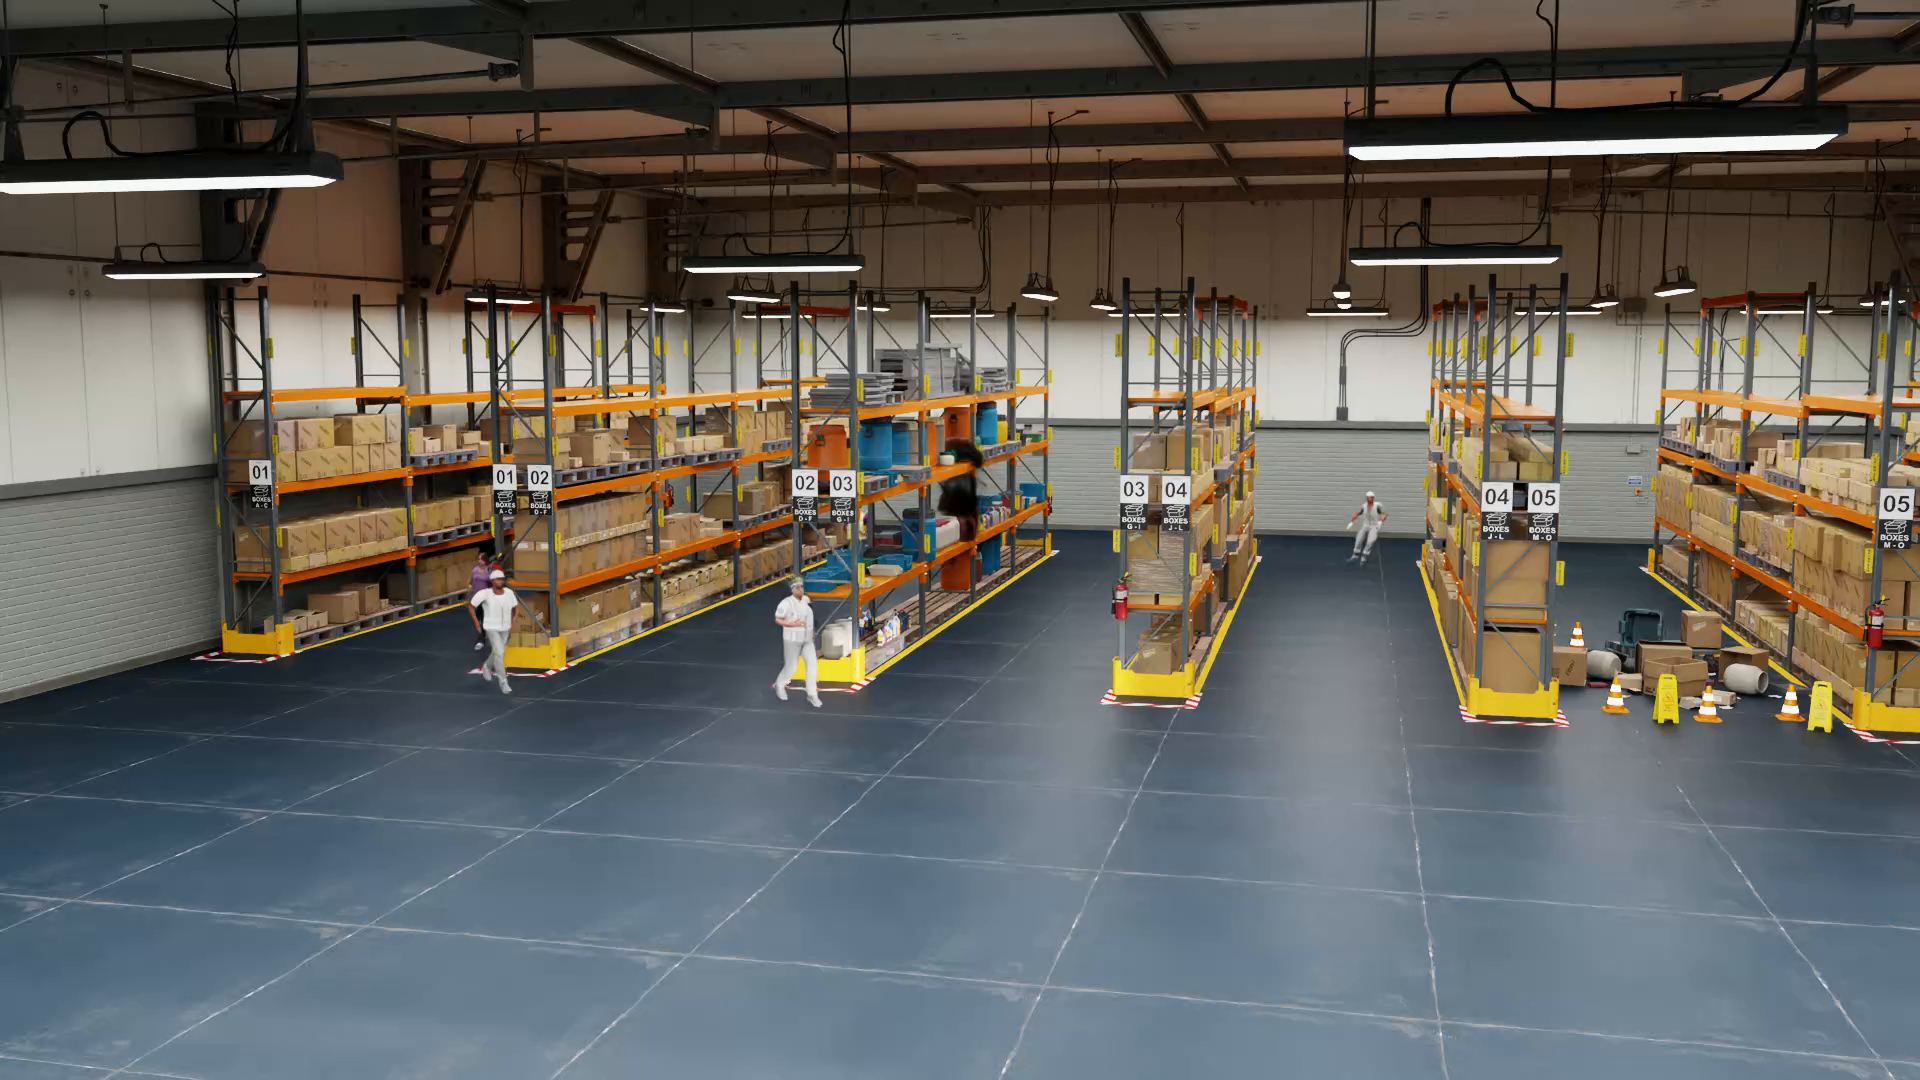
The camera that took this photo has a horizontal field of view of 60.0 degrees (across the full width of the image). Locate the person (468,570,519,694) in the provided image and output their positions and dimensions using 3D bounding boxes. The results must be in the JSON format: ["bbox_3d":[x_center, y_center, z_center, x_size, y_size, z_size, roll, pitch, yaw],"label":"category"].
[{"bbox_3d":[-6.823,1.318,24.517,0.943,1.770,0.719,6,9,42],"label":"person"}]

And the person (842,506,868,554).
[{"bbox_3d":[-2.237,0.007,35.956,0.705,1.756,0.780,1,7,9],"label":"person"}]

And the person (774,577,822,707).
[{"bbox_3d":[-2.298,1.420,23.470,0.666,1.811,0.869,-5,8,-38],"label":"person"}]

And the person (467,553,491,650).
[{"bbox_3d":[-7.985,0.999,27.853,0.541,1.568,0.867,1,7,6],"label":"person"}]

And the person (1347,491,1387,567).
[{"bbox_3d":[9.356,-0.270,38.423,0.897,1.722,0.723,4,8,29],"label":"person"}]
